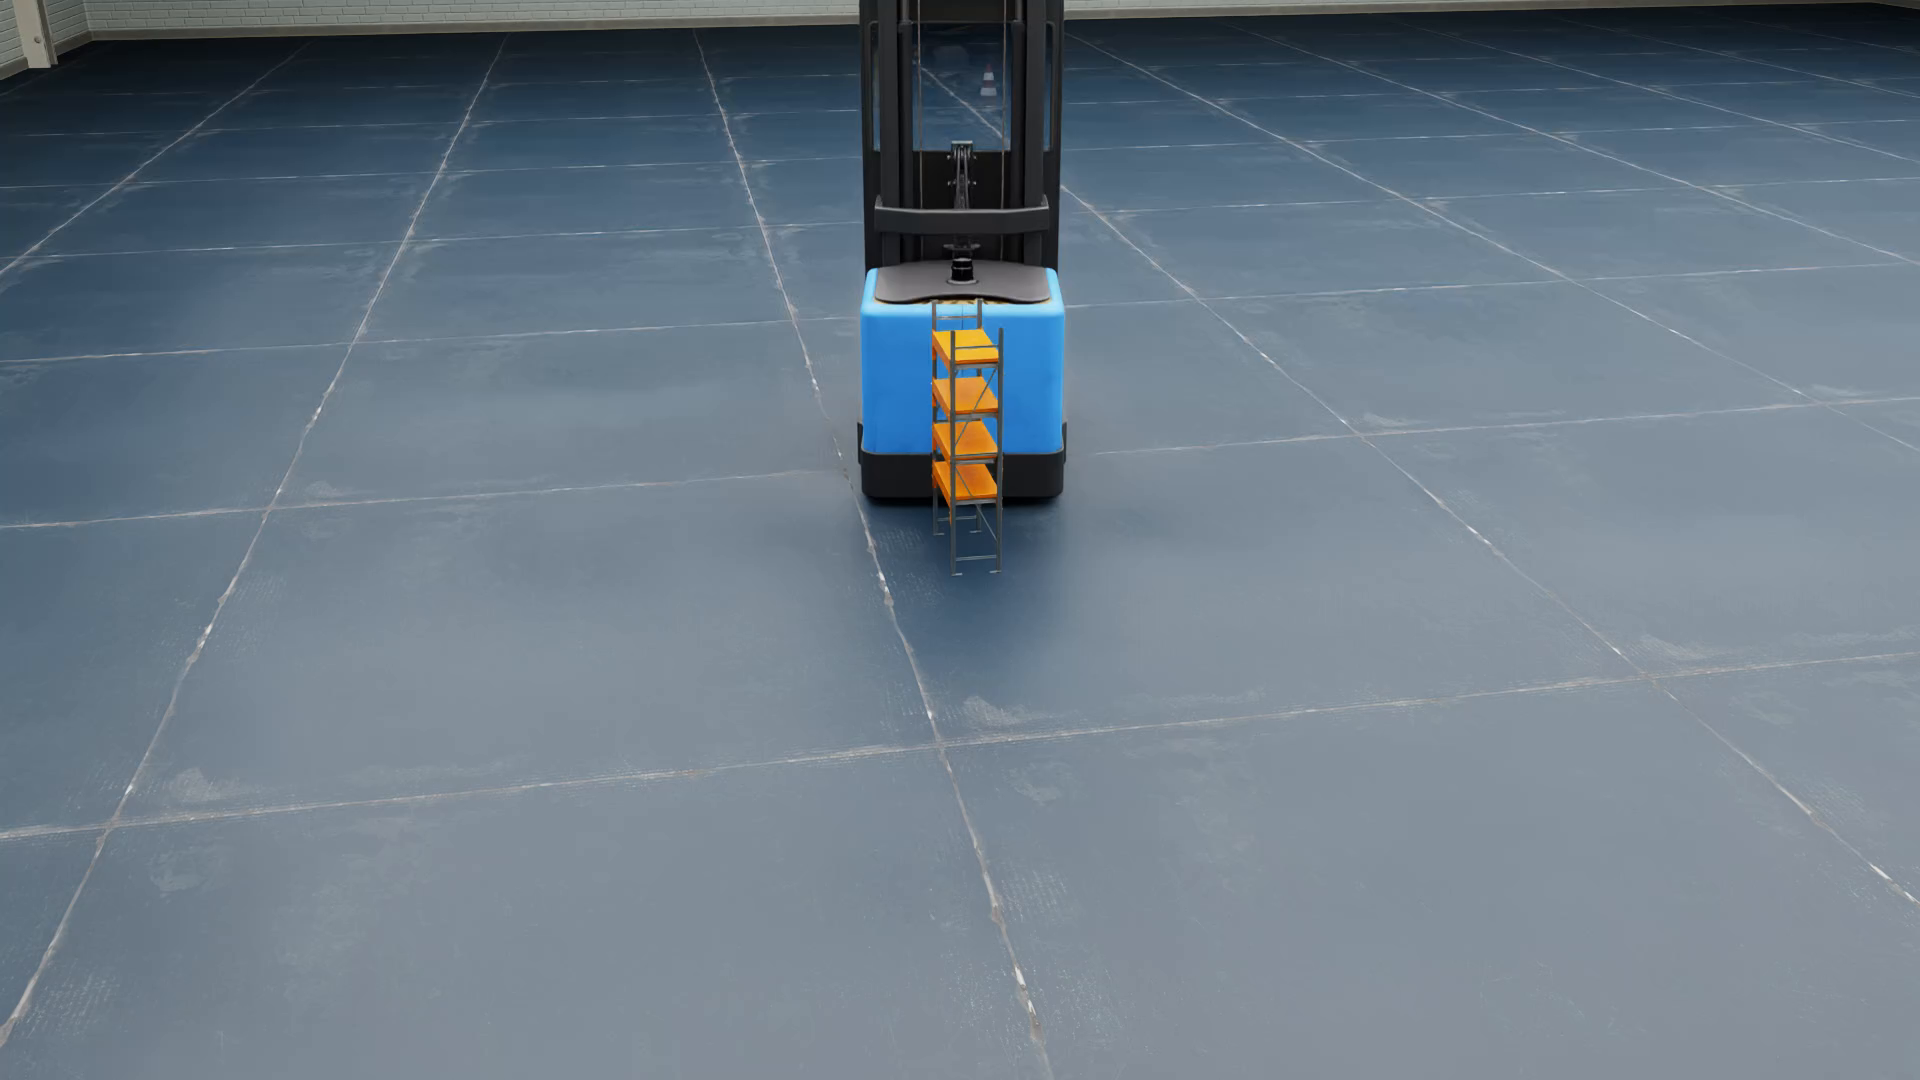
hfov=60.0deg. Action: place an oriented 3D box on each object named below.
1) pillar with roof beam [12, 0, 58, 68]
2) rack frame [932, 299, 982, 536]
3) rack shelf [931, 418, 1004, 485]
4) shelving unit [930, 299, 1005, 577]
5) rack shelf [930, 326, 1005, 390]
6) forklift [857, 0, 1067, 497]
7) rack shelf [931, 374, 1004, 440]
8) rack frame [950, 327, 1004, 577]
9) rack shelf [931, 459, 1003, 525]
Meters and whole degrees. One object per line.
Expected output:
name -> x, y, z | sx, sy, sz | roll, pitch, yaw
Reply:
pillar with roof beam -> -8.881, -11.216, 22.687 | 9.100, 9.000, 0.400 | -4, 24, -10
rack frame -> -0.015, -0.581, 8.081 | 0.240, 1.200, 0.015 | -4, 24, -10
rack shelf -> 0.031, -0.423, 7.888 | 0.258, 0.148, 0.480 | -4, 24, -10
shelving unit -> 0.031, -0.485, 7.861 | 0.258, 1.200, 0.503 | -4, 24, -10
rack shelf -> 0.031, -0.845, 7.703 | 0.258, 0.148, 0.480 | -4, 24, -10
forklift -> 0.007, -2.103, 9.402 | 1.130, 2.935, 3.031 | 0, 24, 0
rack shelf -> 0.031, -0.628, 7.798 | 0.258, 0.148, 0.480 | -4, 24, -10
rack frame -> 0.076, -0.389, 7.641 | 0.240, 1.200, 0.015 | -4, 24, -10
rack shelf -> 0.031, -0.241, 7.967 | 0.258, 0.148, 0.480 | -4, 24, -10
